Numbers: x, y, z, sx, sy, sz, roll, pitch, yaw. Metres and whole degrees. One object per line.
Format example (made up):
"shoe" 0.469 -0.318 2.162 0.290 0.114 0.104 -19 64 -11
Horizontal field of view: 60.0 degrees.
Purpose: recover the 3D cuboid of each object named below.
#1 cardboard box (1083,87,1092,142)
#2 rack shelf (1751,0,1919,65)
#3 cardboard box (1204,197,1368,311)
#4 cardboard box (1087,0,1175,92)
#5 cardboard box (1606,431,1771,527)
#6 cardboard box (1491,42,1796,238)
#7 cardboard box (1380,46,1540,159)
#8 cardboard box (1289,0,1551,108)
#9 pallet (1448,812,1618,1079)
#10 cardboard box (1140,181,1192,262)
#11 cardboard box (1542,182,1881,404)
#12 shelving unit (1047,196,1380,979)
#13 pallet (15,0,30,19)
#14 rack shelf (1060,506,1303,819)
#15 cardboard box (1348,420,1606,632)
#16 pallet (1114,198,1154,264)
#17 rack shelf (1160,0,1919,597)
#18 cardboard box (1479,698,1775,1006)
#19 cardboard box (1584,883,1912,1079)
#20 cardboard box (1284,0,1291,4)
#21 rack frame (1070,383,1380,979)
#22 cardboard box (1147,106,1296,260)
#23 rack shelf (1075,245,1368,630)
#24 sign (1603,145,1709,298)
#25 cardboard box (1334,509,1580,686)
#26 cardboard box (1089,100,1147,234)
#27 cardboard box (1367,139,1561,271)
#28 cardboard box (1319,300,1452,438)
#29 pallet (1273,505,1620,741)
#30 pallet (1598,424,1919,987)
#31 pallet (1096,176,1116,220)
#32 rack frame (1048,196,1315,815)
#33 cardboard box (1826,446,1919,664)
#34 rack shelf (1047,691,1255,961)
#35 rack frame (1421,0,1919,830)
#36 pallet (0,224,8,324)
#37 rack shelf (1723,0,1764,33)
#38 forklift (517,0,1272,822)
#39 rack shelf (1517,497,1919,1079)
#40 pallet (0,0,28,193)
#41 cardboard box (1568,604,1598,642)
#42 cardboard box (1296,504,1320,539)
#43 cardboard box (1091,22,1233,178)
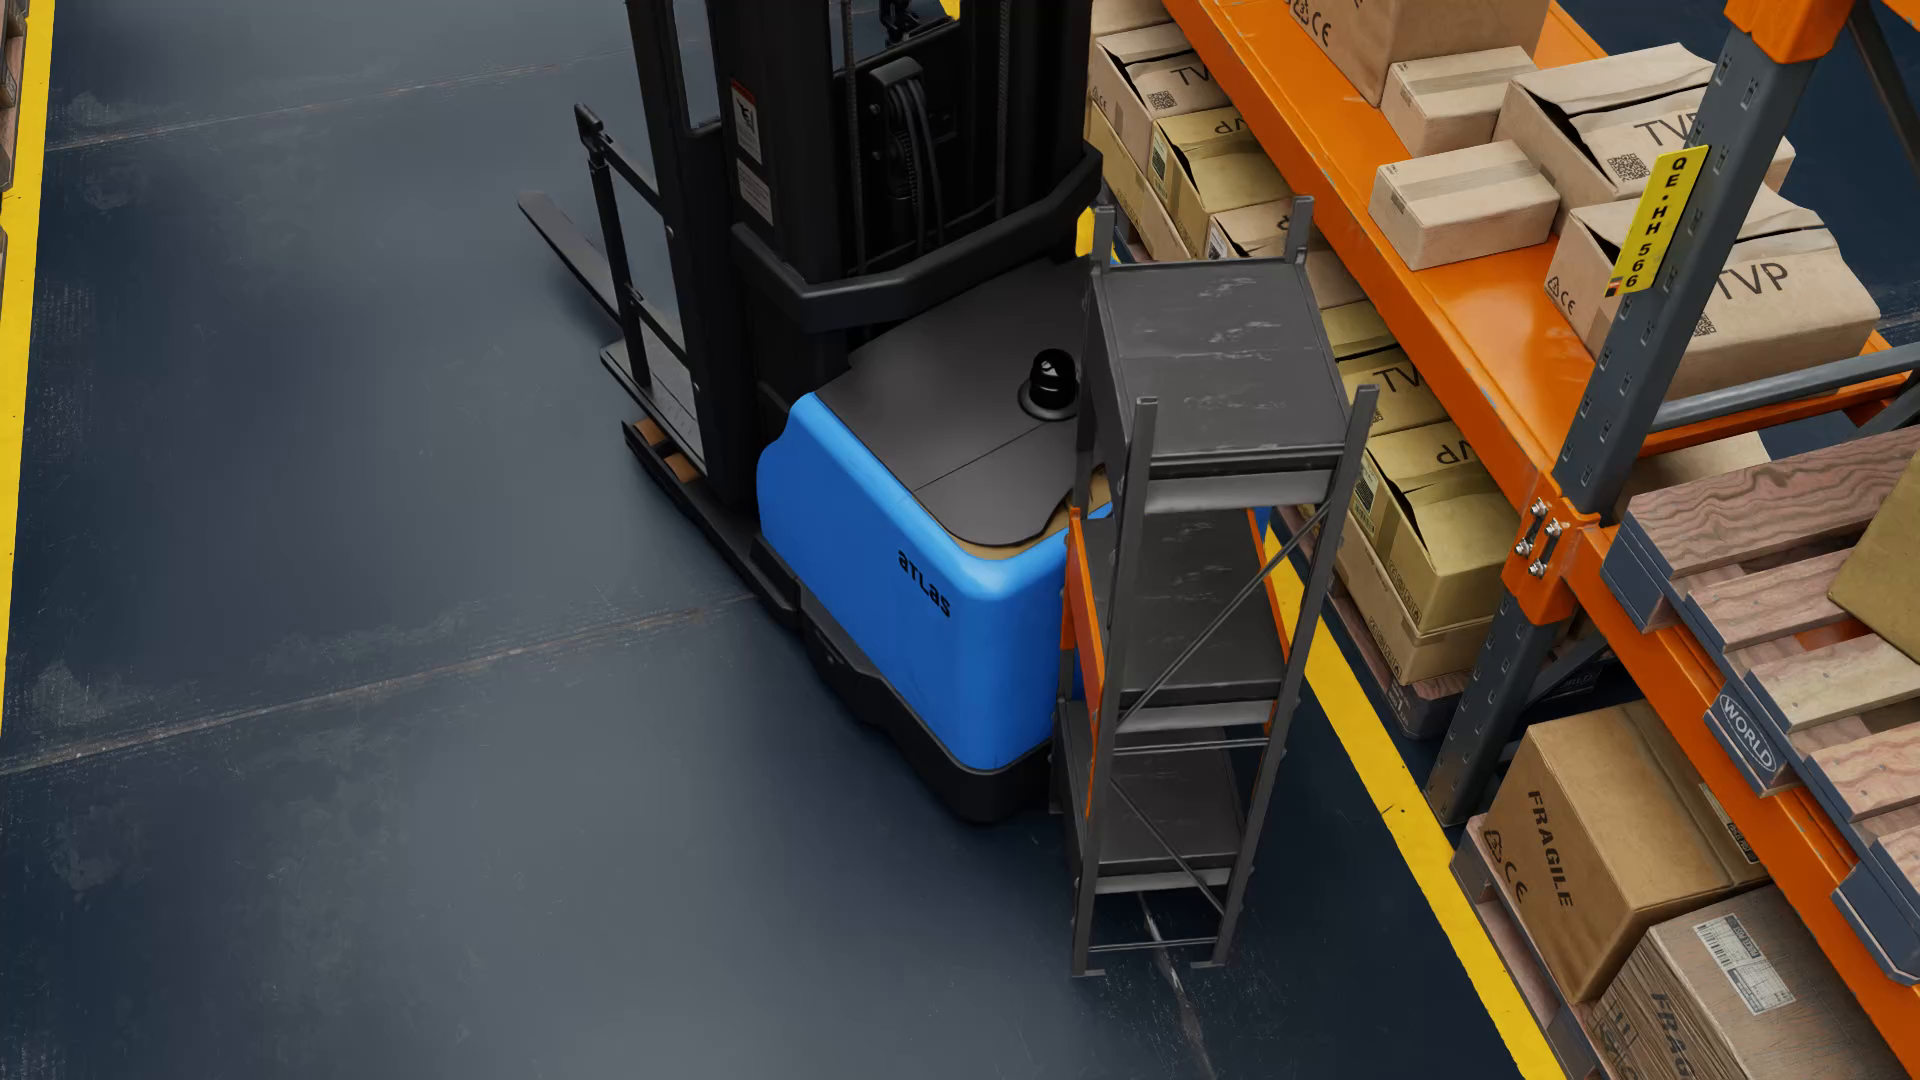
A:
"cardboard box" 0.637 -1.773 6.307 0.500 0.250 0.500 -12 51 -10
"rack shelf" 2.379 0.399 1.460 1.077 0.370 4.000 -13 51 -11
"cardboard box" 1.090 -0.831 5.146 0.500 0.311 0.500 -14 51 -11
"cardboard box" 0.631 -1.953 6.092 0.500 0.311 0.500 -14 51 -11
"cardboard box" 1.913 -0.206 4.618 0.500 0.311 0.500 -12 51 -10
"cardboard box" 1.708 -0.995 4.185 0.500 0.311 0.500 -14 51 -11
"cardboard box" 1.356 -1.164 4.434 0.380 0.149 0.250 -10 51 -8
"cardboard box" 1.275 -1.581 4.555 0.500 0.500 0.500 -16 52 -13
"pallet" 1.972 1.126 4.163 1.003 0.211 1.213 -13 51 -11
"cardboard box" 0.942 -1.024 5.675 0.500 0.250 0.500 -12 51 -10
"cardboard box" 1.721 -0.574 3.830 0.500 0.311 0.500 -10 51 -9
"shelving unit" 0.465 0.253 3.664 0.431 2.100 0.503 -4 50 -3
"pallet" -4.652 -2.625 7.325 1.003 0.211 1.213 -13 51 -11
"rack shelf" 0.465 0.261 3.674 0.431 0.518 0.480 -4 50 -3
"cardboard box" 1.397 -0.083 4.515 0.500 0.311 0.500 -12 51 -10
"pallet" 1.224 -0.928 5.894 1.003 0.211 1.213 -13 51 -11
"rack shelf" 1.196 -1.556 5.070 1.077 0.370 4.000 -13 51 -11
"cardboard box" 1.649 0.734 4.016 0.500 0.500 0.500 -11 51 -9
"cardboard box" 1.809 1.115 3.695 0.500 0.500 0.500 -15 51 -12
"cardboard box" 1.120 -1.965 4.879 0.500 0.500 0.500 -13 51 -11
"rack frame" 0.486 0.438 3.507 0.400 2.100 0.015 -4 50 -3
"cardboard box" 0.944 -1.197 5.454 0.500 0.311 0.500 -12 51 -10
"rack shelf" 0.465 -0.190 3.139 0.431 0.518 0.480 -4 50 -3
"sign" 1.258 -0.572 3.013 0.100 0.325 0.005 -13 51 -11
"cardboard box" 1.398 0.095 4.732 0.500 0.250 0.500 -12 51 -10
"cardboard box" 0.792 -1.395 5.988 0.500 0.250 0.500 -15 51 -12
"cardboard box" 1.257 -0.840 4.161 0.380 0.149 0.250 -13 51 -11
"cardboard box" 1.237 -0.462 4.834 0.500 0.311 0.500 -14 51 -12
"pallet" 1.581 -0.038 5.144 1.003 0.211 1.213 -13 51 -11
"pallet" 2.055 0.214 3.233 1.213 0.211 1.003 -13 51 -11
"pallet" 0.859 -1.820 6.646 1.003 0.211 1.213 -13 51 -11
"rack frame" 0.445 0.067 3.820 0.400 2.100 0.015 -4 50 -3
"cardboard box" 2.081 -0.060 2.998 0.700 0.500 0.500 -30 56 -23
"rack shelf" 0.465 0.713 4.209 0.431 0.518 0.480 -4 50 -3
"rack frame" 1.787 -0.327 3.564 1.000 3.000 0.127 -13 51 -11
"pallet" -3.859 -0.667 5.675 1.003 0.211 1.213 -13 51 -11
"rack shelf" 1.196 -2.522 3.923 1.077 0.370 4.000 -13 51 -11
"forklift" -0.436 -1.270 4.403 1.130 2.935 3.031 -29 56 -23
"rack shelf" 2.379 1.366 2.607 1.077 0.370 4.000 -13 51 -11
"pallet" -4.288 -1.732 6.572 1.003 0.211 1.213 -13 51 -11
"cardboard box" 1.913 -0.025 4.833 0.500 0.250 0.500 -13 51 -11
"cardboard box" 1.243 -0.281 5.048 0.500 0.250 0.500 -14 51 -11
"cardboard box" 0.786 -1.575 5.773 0.500 0.311 0.500 -15 51 -12
